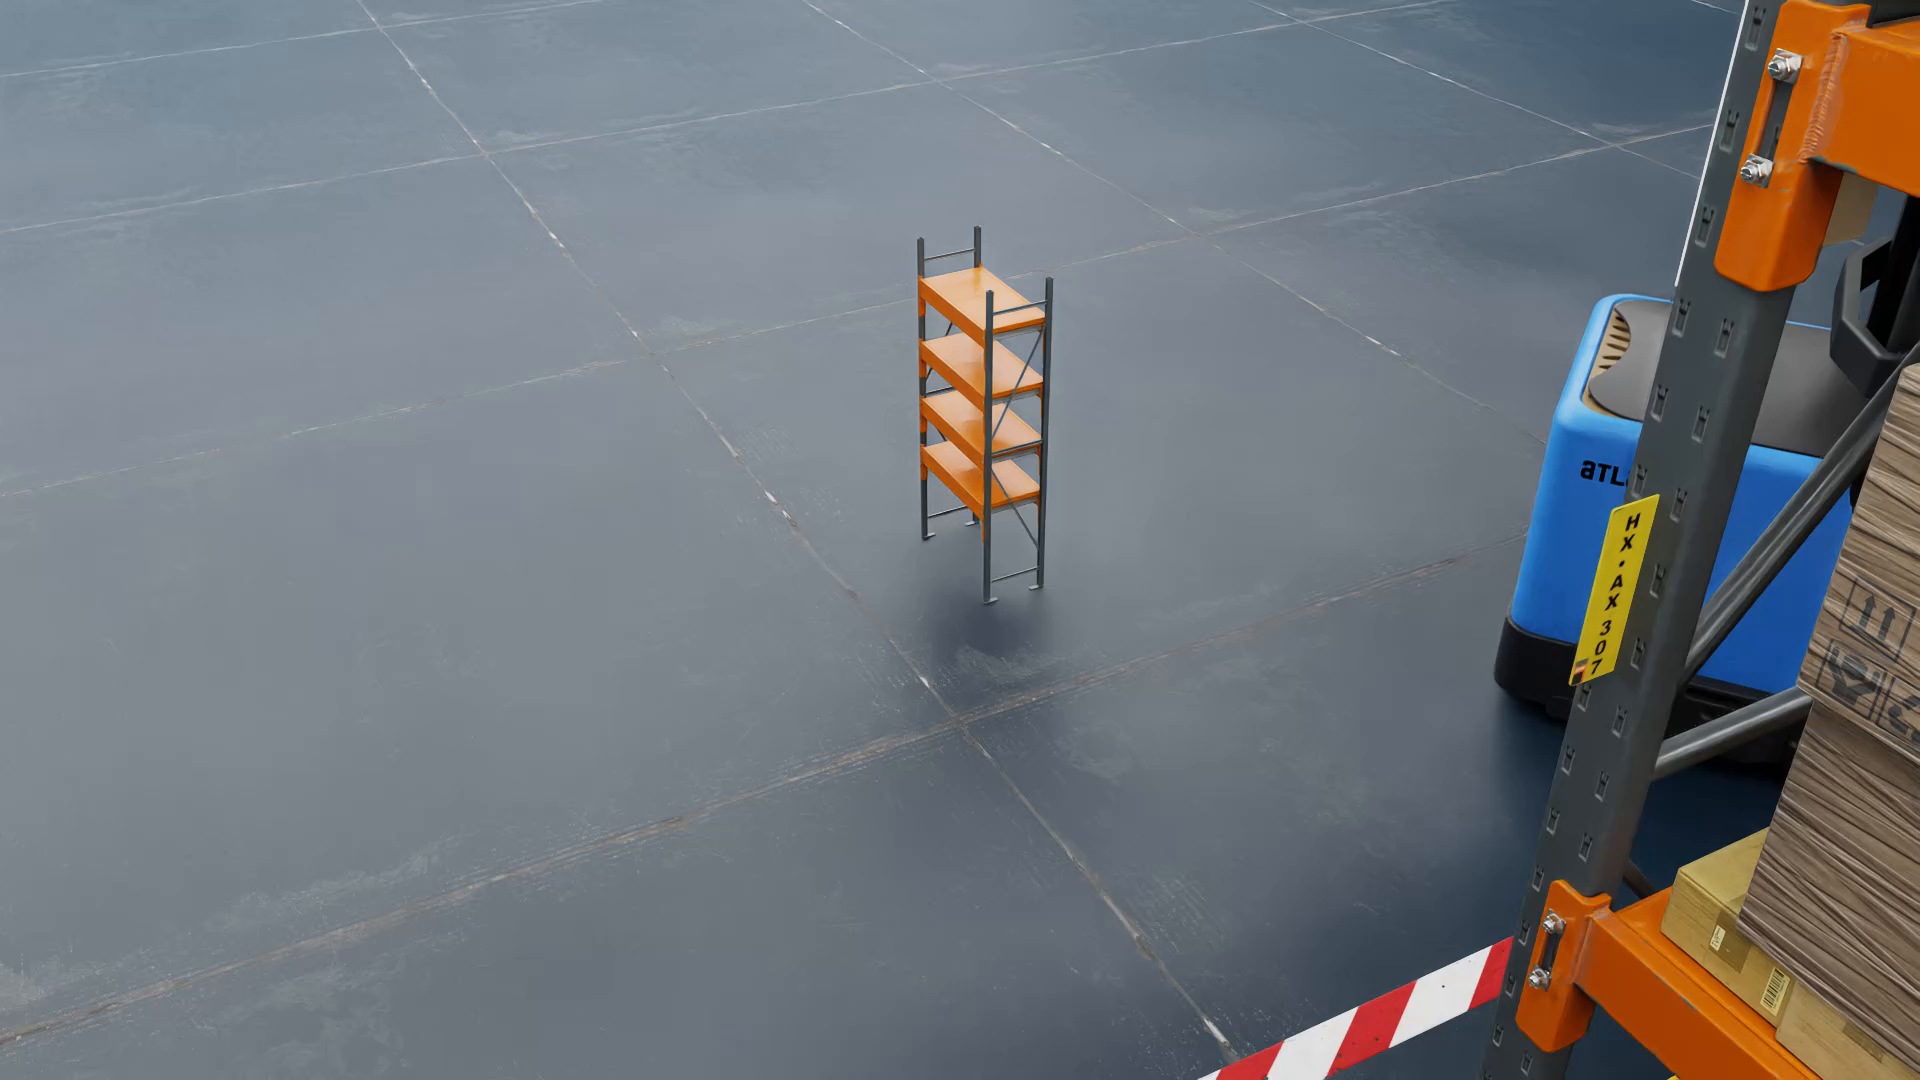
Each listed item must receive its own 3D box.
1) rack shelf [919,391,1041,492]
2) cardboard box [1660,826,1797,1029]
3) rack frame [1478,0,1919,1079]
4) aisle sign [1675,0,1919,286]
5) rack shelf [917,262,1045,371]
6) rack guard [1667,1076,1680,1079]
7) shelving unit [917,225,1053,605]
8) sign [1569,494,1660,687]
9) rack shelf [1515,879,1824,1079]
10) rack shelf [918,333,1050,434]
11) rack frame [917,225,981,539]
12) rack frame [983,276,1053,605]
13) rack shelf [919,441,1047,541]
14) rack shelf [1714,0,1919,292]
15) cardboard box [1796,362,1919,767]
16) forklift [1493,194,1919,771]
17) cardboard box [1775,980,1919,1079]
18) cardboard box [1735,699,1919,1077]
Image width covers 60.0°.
[{"bbox_3d":[0.077,-0.370,5.839,0.258,0.148,0.480,-16,36,-23],"label":"rack shelf"},{"bbox_3d":[1.402,0.610,2.750,0.380,0.149,0.250,-16,36,-23],"label":"cardboard box"},{"bbox_3d":[1.477,0.309,2.987,0.949,2.616,0.053,-16,36,-23],"label":"rack frame"},{"bbox_3d":[1.186,-0.740,2.215,0.394,0.787,0.004,-16,36,-23],"label":"aisle sign"},{"bbox_3d":[0.077,-0.757,5.591,0.258,0.148,0.480,-16,36,-23],"label":"rack shelf"},{"bbox_3d":[1.516,1.397,3.606,1.175,0.500,0.348,-16,36,-23],"label":"rack guard"},{"bbox_3d":[0.077,-0.426,5.803,0.258,1.200,0.503,-16,36,-23],"label":"shelving unit"},{"bbox_3d":[1.000,0.080,2.541,0.100,0.325,0.005,-16,36,-23],"label":"sign"},{"bbox_3d":[2.413,1.566,1.692,1.077,0.370,4.000,-16,36,-23],"label":"rack shelf"},{"bbox_3d":[0.077,-0.558,5.719,0.258,0.148,0.480,-16,36,-23],"label":"rack shelf"},{"bbox_3d":[-0.037,-0.543,5.985,0.240,1.200,0.015,-16,36,-23],"label":"rack frame"},{"bbox_3d":[0.191,-0.310,5.621,0.240,1.200,0.015,-16,36,-23],"label":"rack frame"},{"bbox_3d":[0.077,-0.202,5.946,0.258,0.148,0.480,-16,36,-23],"label":"rack shelf"},{"bbox_3d":[2.413,0.303,0.883,1.077,0.370,4.000,-16,36,-23],"label":"rack shelf"},{"bbox_3d":[1.495,0.051,2.094,0.500,0.500,0.500,-16,36,-23],"label":"cardboard box"},{"bbox_3d":[3.295,-0.594,4.460,3.031,2.935,1.130,15,35,21],"label":"forklift"},{"bbox_3d":[1.502,0.734,2.556,0.380,0.149,0.250,-16,36,-23],"label":"cardboard box"},{"bbox_3d":[1.712,0.410,2.460,0.875,0.500,0.500,-16,36,-23],"label":"cardboard box"}]
